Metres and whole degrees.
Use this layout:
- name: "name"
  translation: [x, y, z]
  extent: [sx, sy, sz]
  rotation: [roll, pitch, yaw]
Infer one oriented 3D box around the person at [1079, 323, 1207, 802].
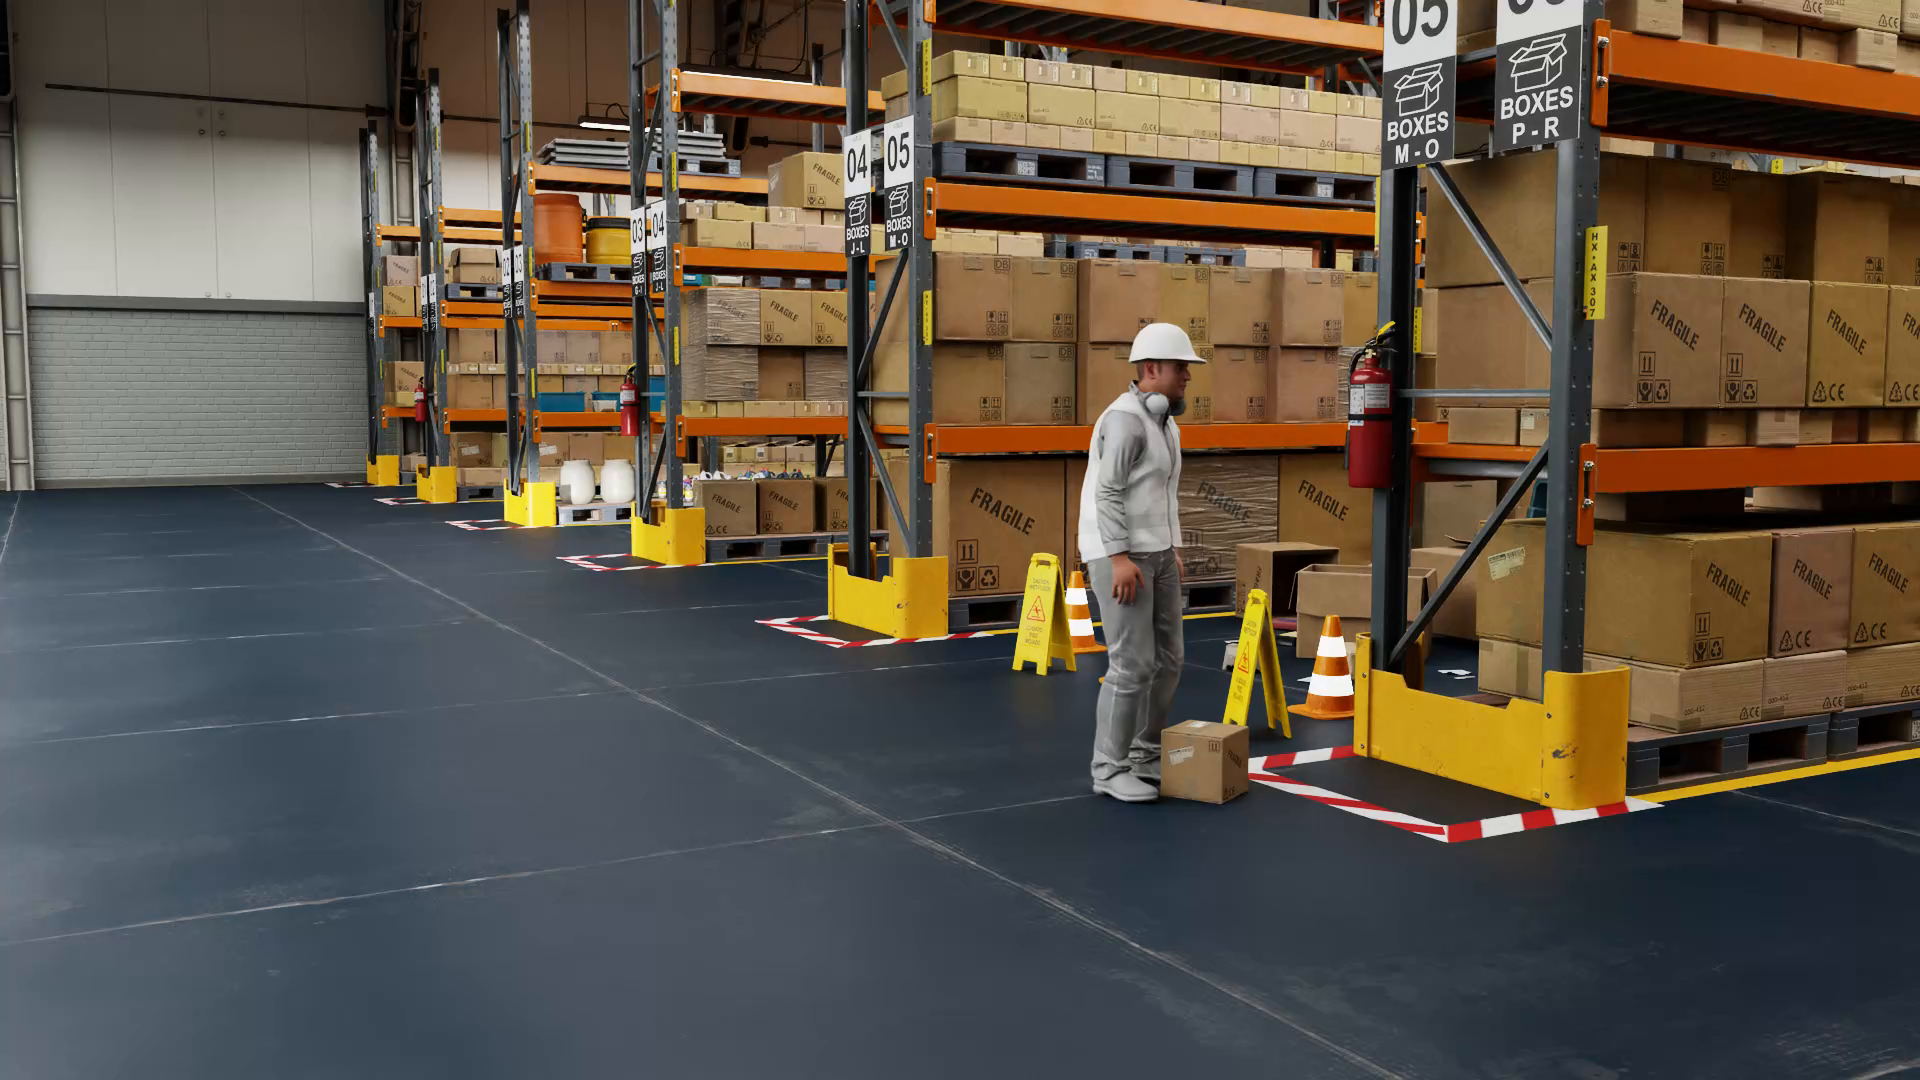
- name: "person"
  translation: [0.695, 0.065, 6.340]
  extent: [0.464, 1.771, 0.594]
  rotation: [3, 6, 30]
